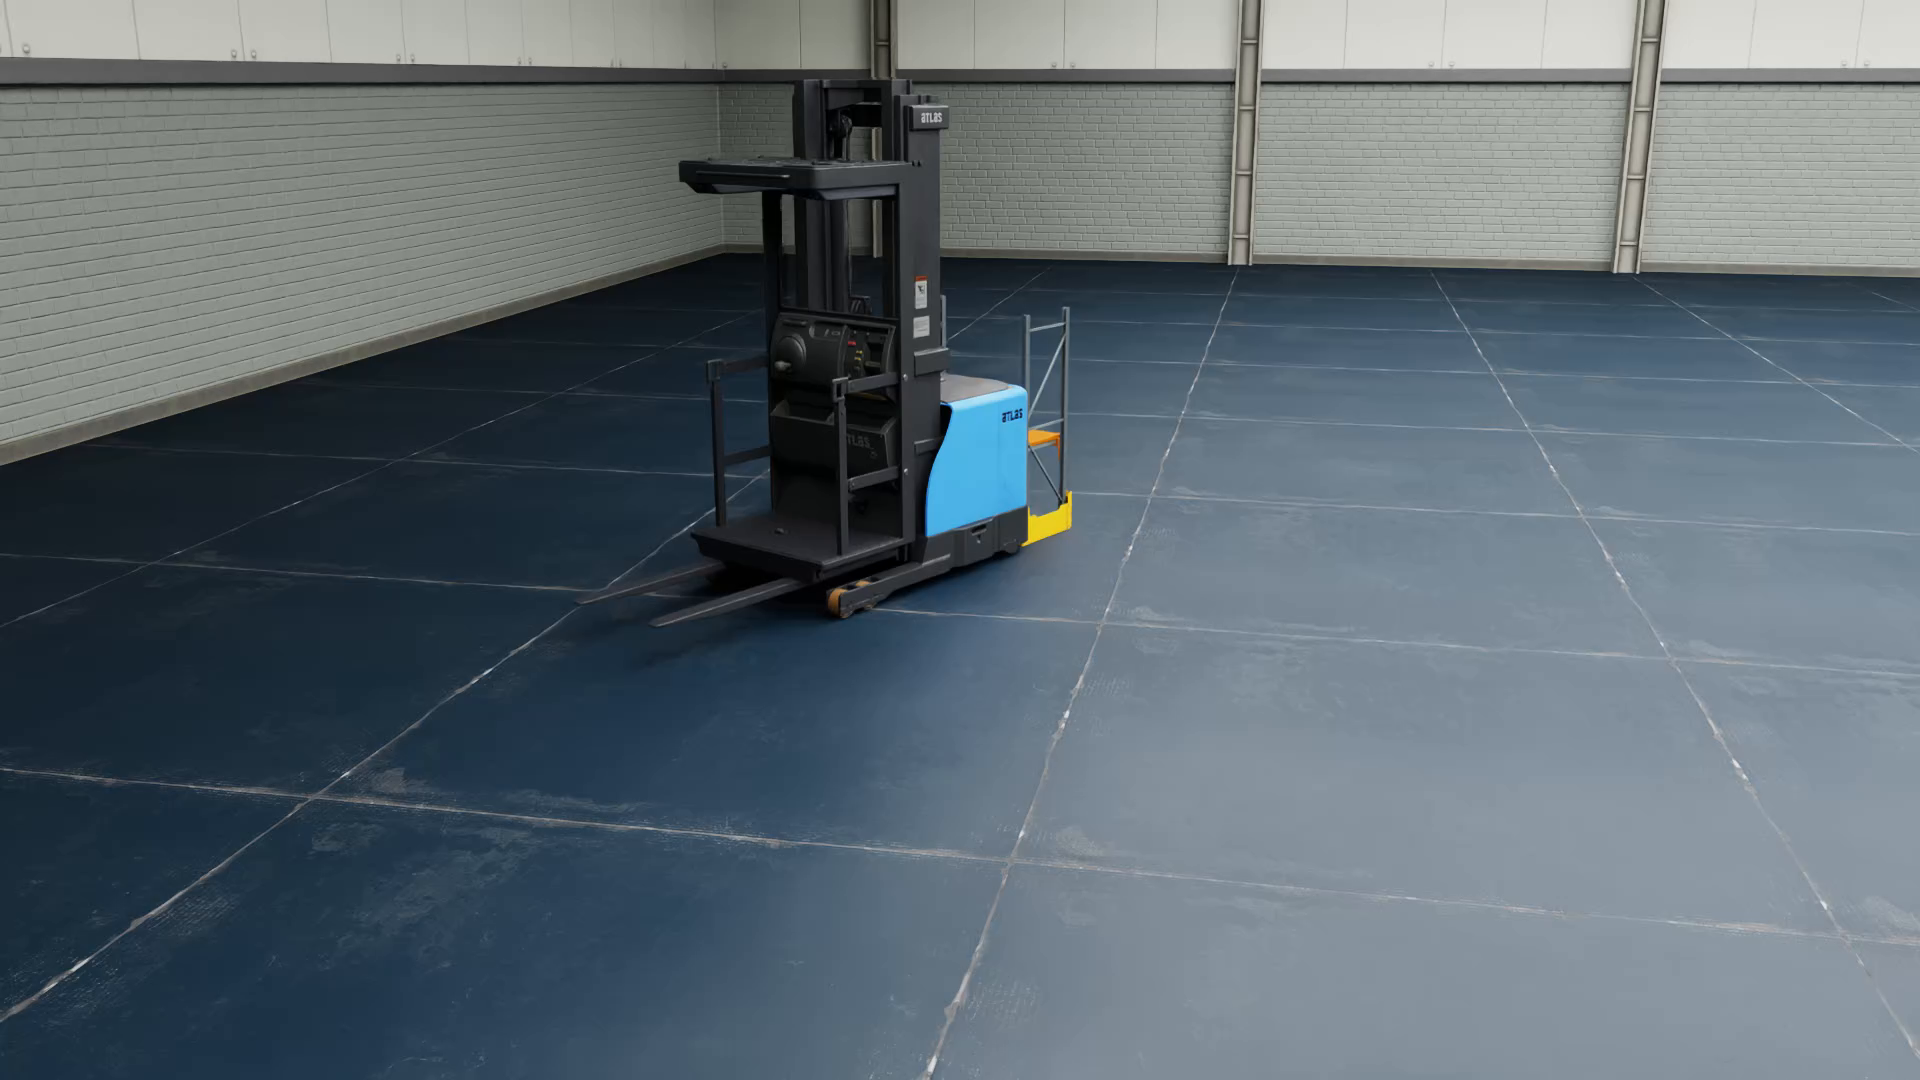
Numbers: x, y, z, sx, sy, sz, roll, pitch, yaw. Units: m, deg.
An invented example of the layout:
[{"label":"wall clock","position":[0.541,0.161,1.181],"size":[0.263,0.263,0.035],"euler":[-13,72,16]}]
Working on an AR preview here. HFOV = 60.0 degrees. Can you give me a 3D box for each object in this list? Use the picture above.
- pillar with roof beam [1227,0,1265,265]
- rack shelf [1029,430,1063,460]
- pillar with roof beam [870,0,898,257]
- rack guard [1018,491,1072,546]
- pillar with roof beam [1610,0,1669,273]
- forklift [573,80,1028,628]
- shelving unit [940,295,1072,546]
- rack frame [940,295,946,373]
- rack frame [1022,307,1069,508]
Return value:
[{"label":"pillar with roof beam","position":[3.761,-7.762,22.156],"size":[0.400,9.000,9.100],"euler":[3,16,11]},{"label":"rack shelf","position":[0.147,-0.657,11.229],"size":[1.000,0.185,0.538],"euler":[11,19,35]},{"label":"pillar with roof beam","position":[-2.118,-8.081,23.308],"size":[0.400,9.000,9.100],"euler":[3,16,11]},{"label":"rack guard","position":[0.554,-0.147,11.056],"size":[0.087,0.250,0.587],"euler":[11,19,35]},{"label":"pillar with roof beam","position":[9.641,-7.443,21.004],"size":[0.400,9.000,9.100],"euler":[3,16,11]},{"label":"forklift","position":[-0.878,-1.122,9.553],"size":[1.130,2.935,3.031],"euler":[12,20,37]},{"label":"shelving unit","position":[0.154,-0.829,11.176],"size":[1.083,1.500,0.587],"euler":[11,19,35]},{"label":"rack frame","position":[-0.261,-0.912,11.473],"size":[0.032,1.500,0.500],"euler":[11,19,35]},{"label":"rack frame","position":[0.555,-0.750,10.888],"size":[0.032,1.500,0.500],"euler":[11,19,35]}]
